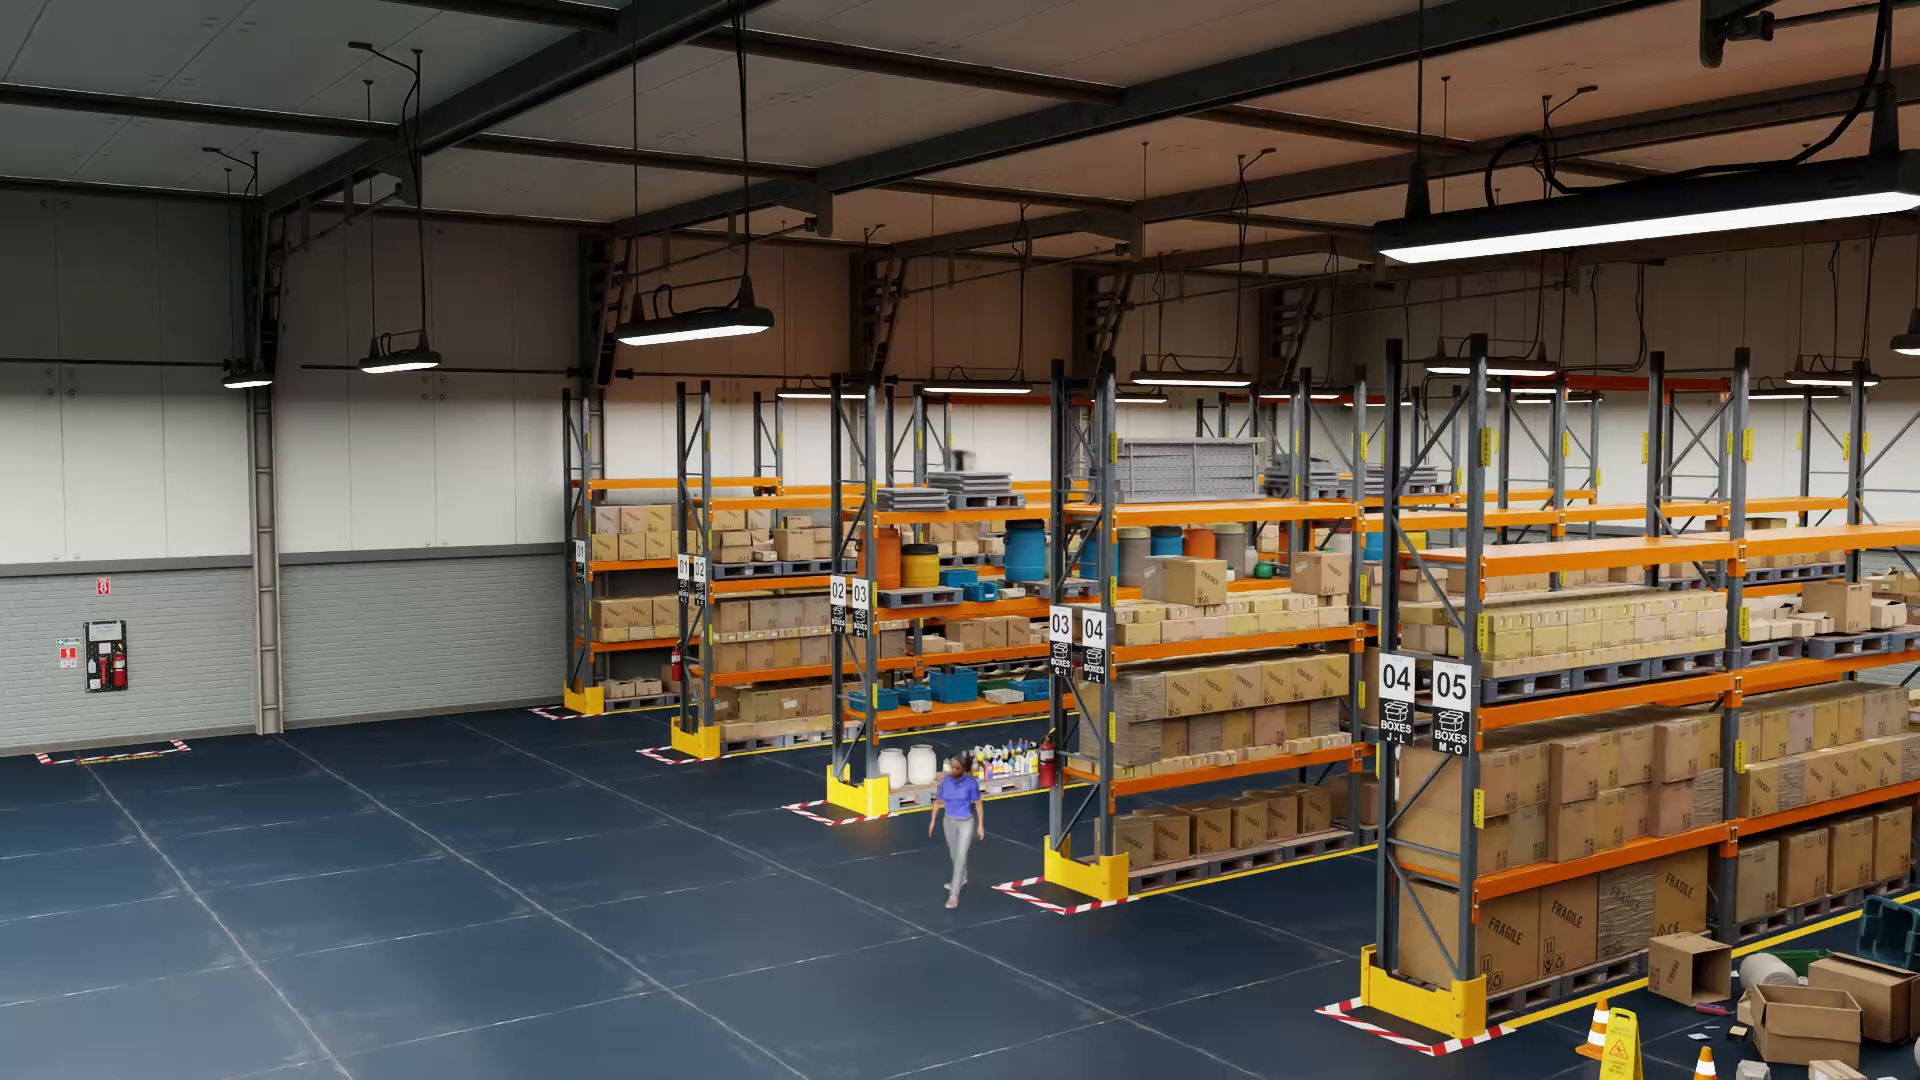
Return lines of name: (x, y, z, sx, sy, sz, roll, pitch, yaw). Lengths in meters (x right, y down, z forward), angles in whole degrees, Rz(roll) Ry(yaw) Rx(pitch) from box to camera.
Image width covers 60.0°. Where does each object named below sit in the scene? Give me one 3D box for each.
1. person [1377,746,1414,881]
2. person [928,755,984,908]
person: (5.047, 3.111, 18.873, 0.721, 1.627, 0.988, 3, 5, 41)
person: (-0.028, 3.149, 18.296, 0.578, 1.591, 0.919, 1, 4, 18)
